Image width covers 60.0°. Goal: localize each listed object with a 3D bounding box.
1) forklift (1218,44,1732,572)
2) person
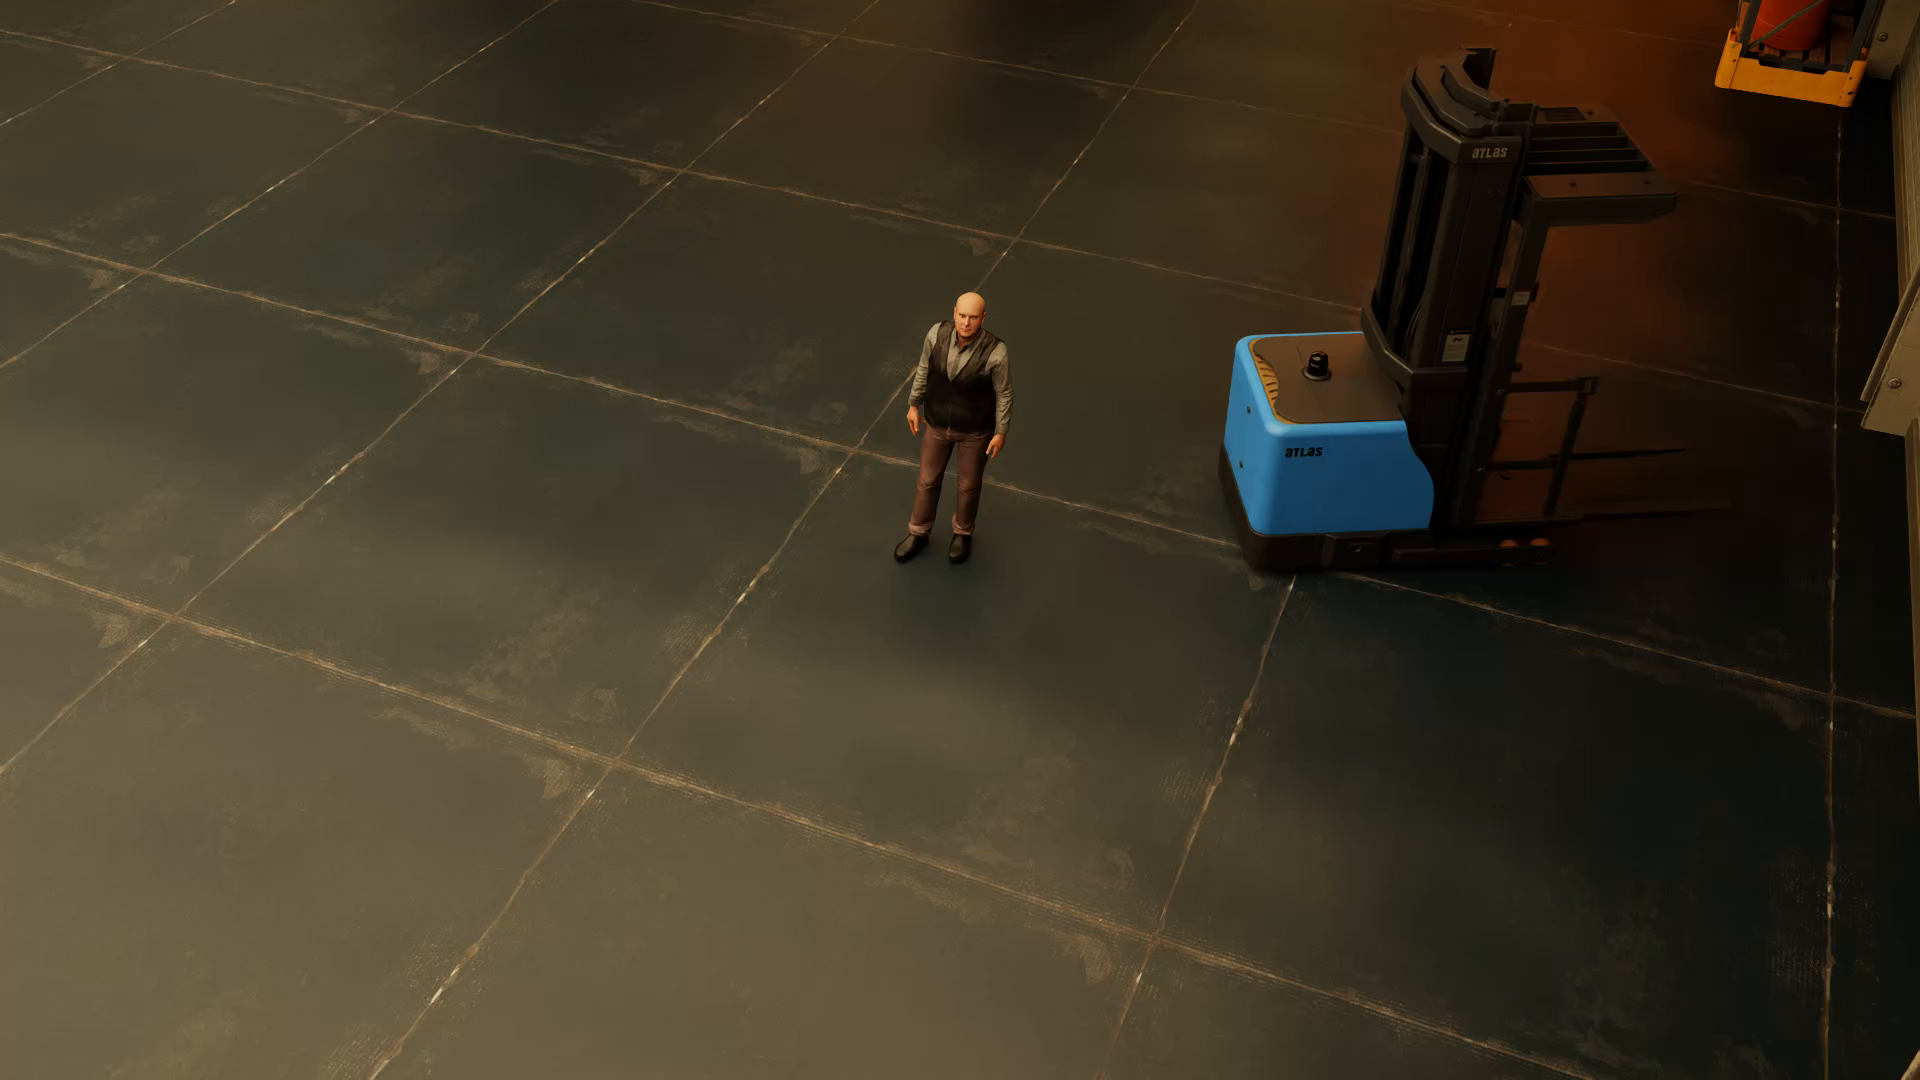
[{"bbox_3d":[3.201,-1.303,9.563,3.031,2.935,1.130,-3,40,-3],"label":"forklift"},{"bbox_3d":[-0.031,-0.630,9.690,0.633,1.722,0.566,15,42,17],"label":"person"}]
